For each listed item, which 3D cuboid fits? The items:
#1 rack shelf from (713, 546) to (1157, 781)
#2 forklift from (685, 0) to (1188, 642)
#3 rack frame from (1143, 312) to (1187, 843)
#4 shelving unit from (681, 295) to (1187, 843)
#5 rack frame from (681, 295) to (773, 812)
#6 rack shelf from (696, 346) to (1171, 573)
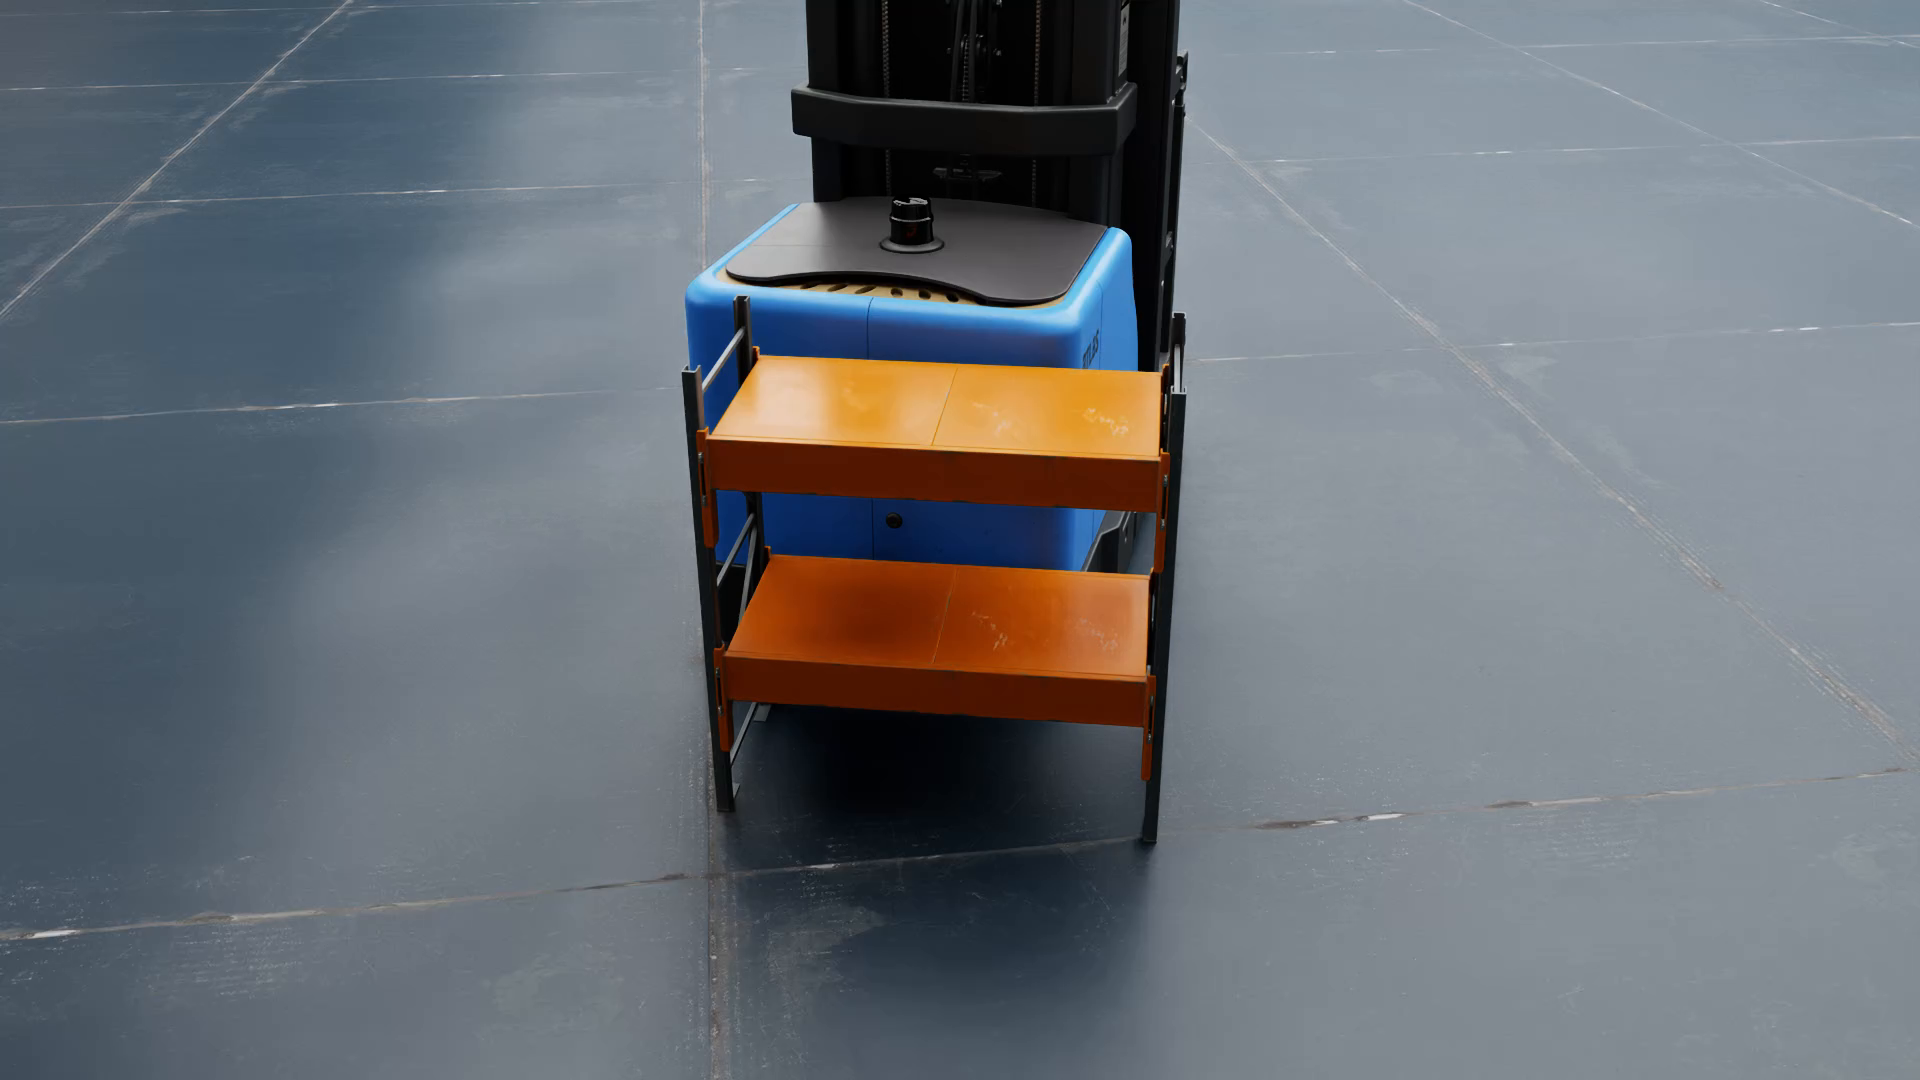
[{"bbox_3d":[-0.033,0.282,4.004,1.000,0.278,0.538,3,27,6],"label":"rack shelf"},{"bbox_3d":[0.160,-1.580,5.119,1.130,2.935,3.031,7,28,13],"label":"forklift"},{"bbox_3d":[0.472,0.092,3.839,0.032,1.125,0.500,3,27,6],"label":"rack frame"},{"bbox_3d":[-0.033,0.064,3.892,1.048,1.125,0.538,3,27,6],"label":"shelving unit"},{"bbox_3d":[-0.538,0.037,3.946,0.032,1.125,0.500,3,27,6],"label":"rack frame"},{"bbox_3d":[-0.033,-0.196,3.759,1.000,0.278,0.538,3,27,6],"label":"rack shelf"}]
